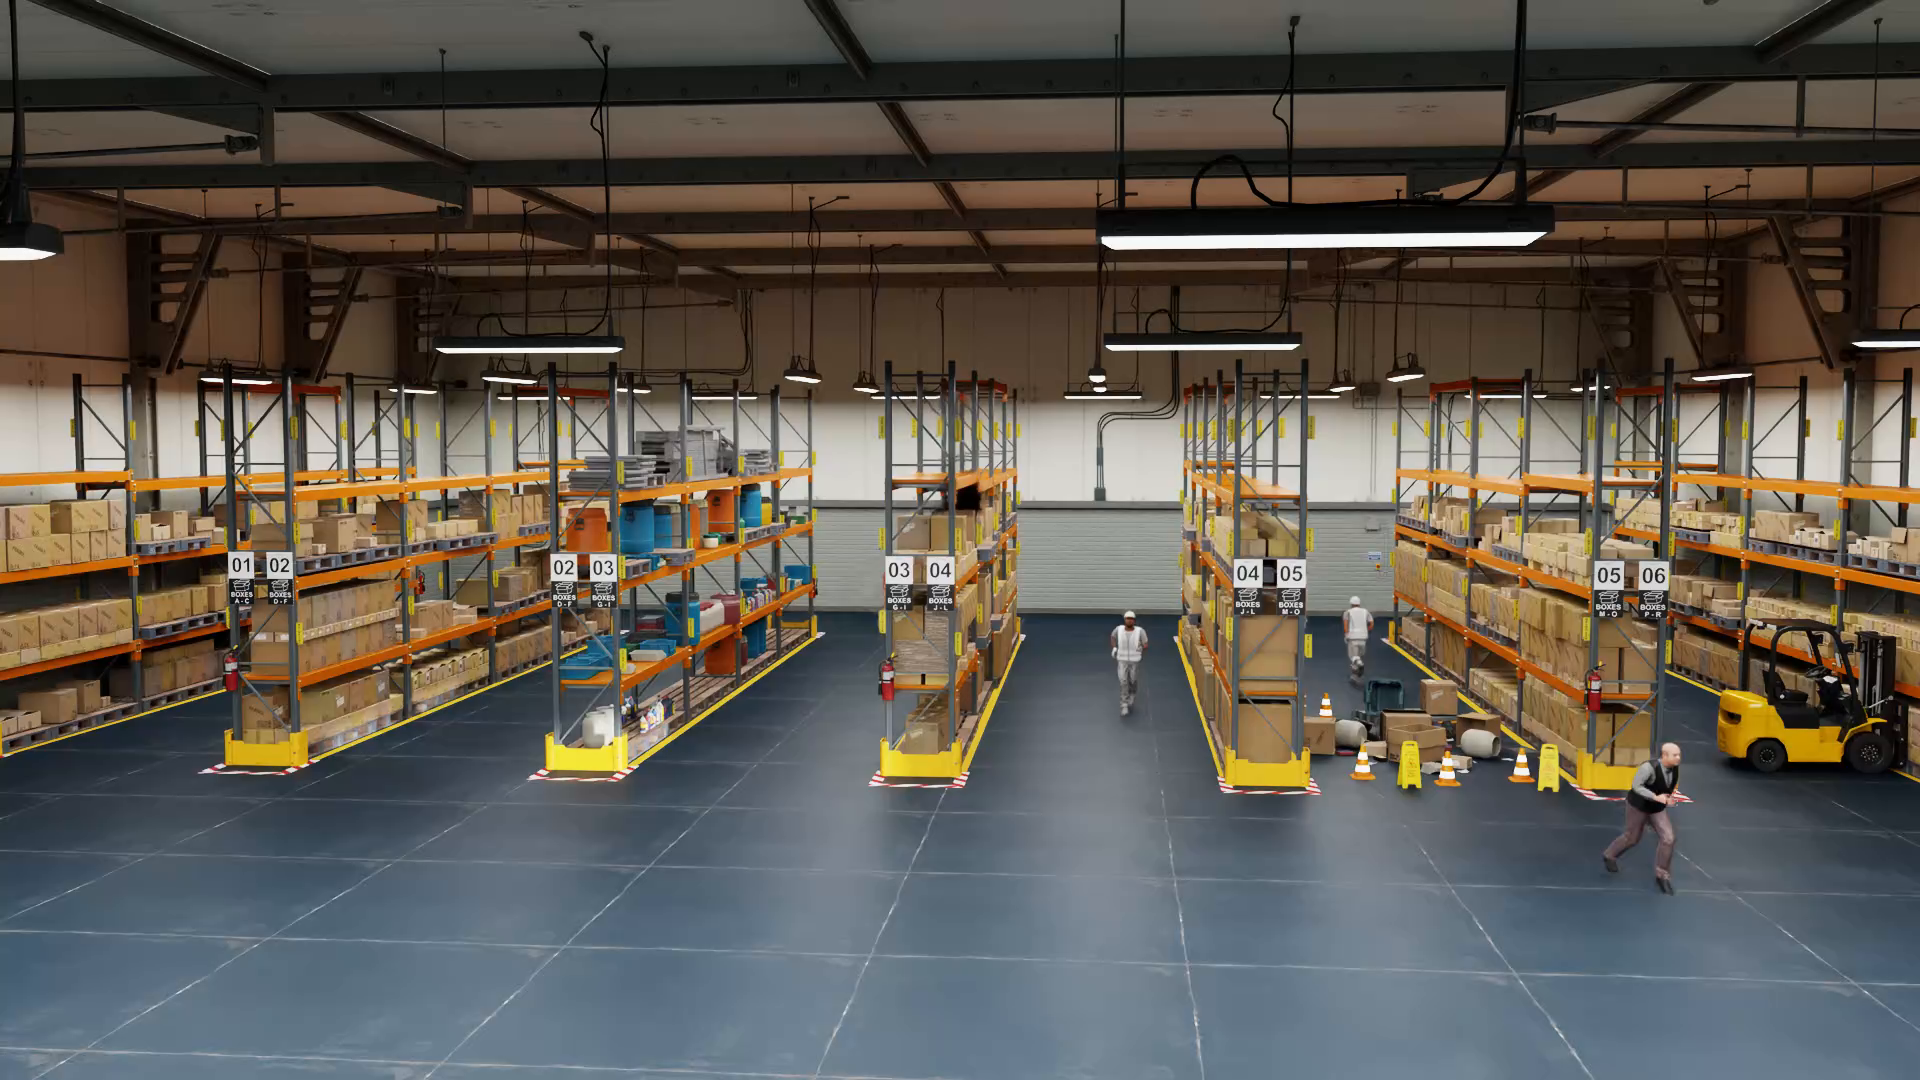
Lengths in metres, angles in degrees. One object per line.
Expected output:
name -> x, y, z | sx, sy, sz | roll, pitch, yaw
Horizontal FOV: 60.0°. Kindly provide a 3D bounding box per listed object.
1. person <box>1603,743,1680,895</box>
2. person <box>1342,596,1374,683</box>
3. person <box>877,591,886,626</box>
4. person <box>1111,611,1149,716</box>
person -> 7.525, 3.005, 18.330 | 0.701, 1.682, 0.993 | -2, 4, -26
person -> 7.861, 1.993, 32.790 | 0.645, 1.732, 0.826 | 0, 4, 0
person -> -1.714, 1.391, 41.953 | 0.830, 1.722, 0.694 | 1, 4, 16
person -> 3.009, 2.154, 29.555 | 0.680, 1.794, 0.990 | 0, 4, 7
